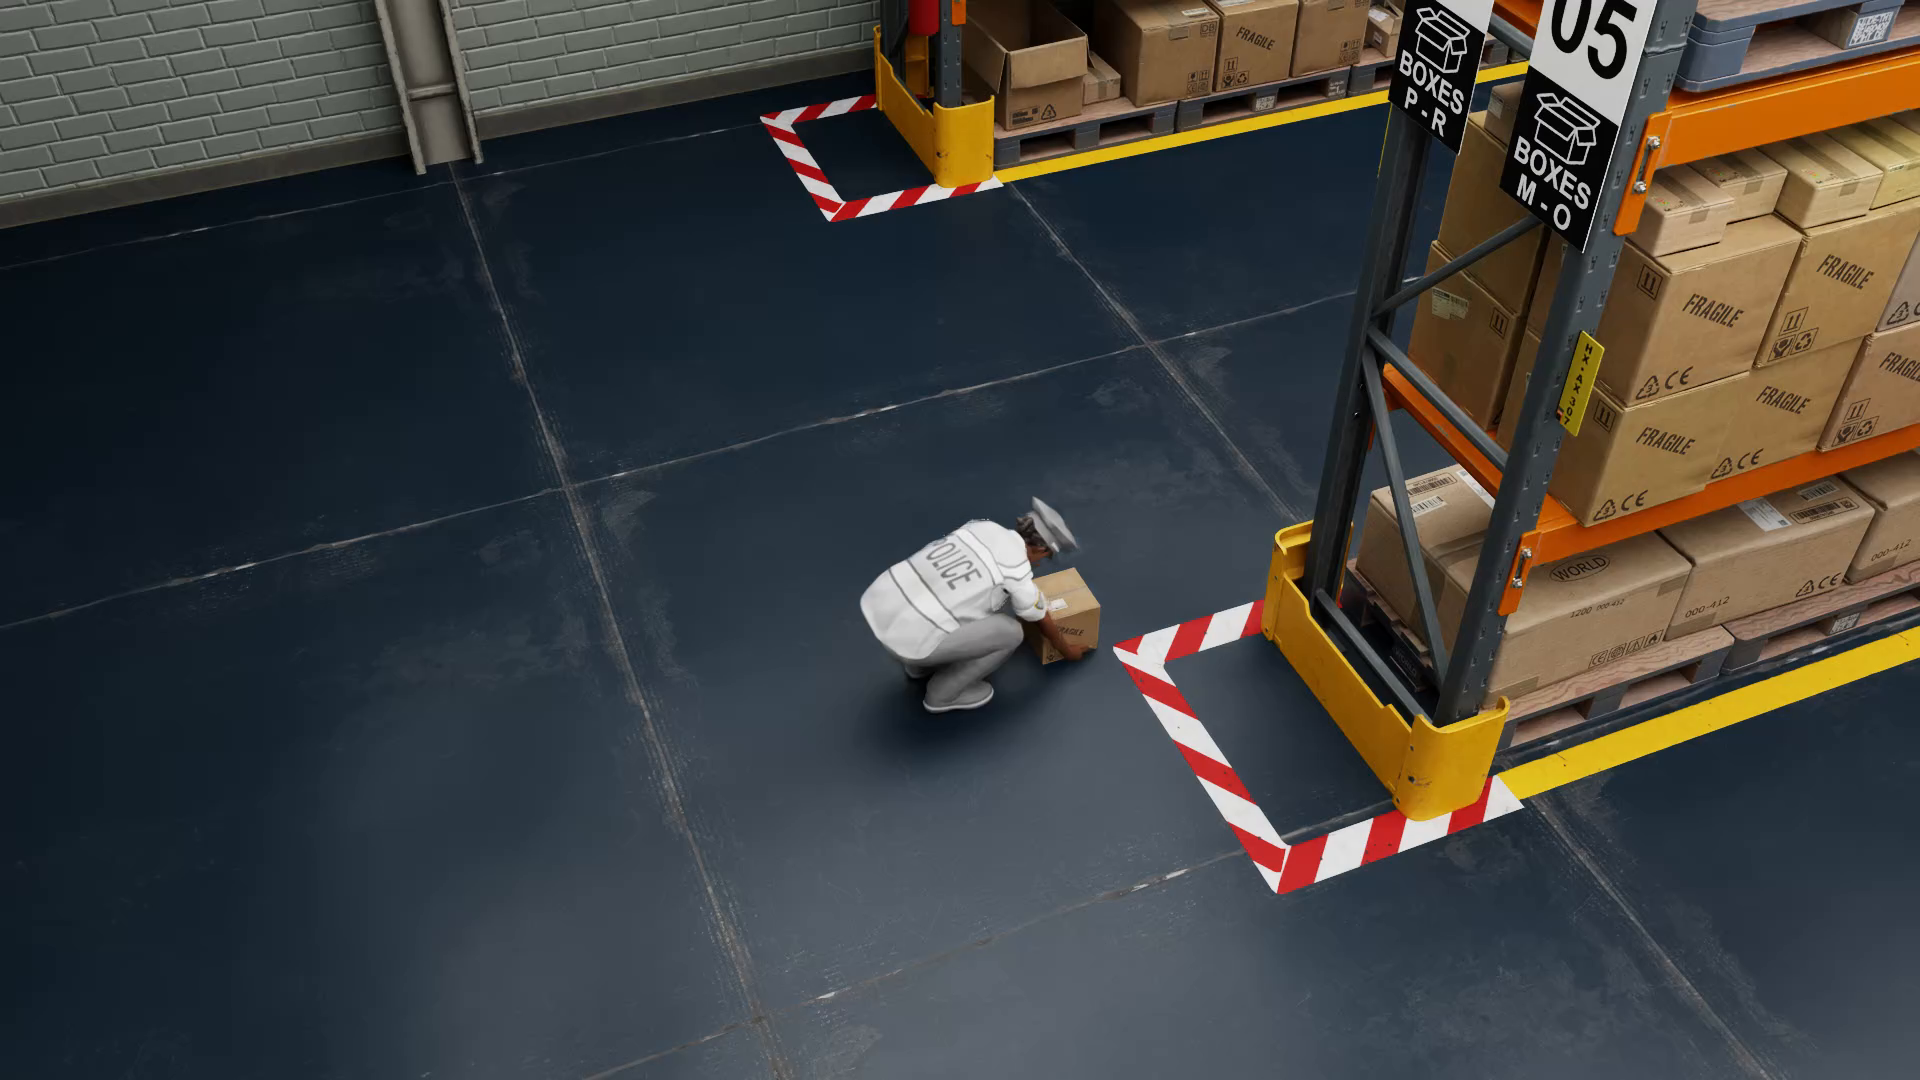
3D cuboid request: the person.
[{"bbox_3d":[0.067,0.272,6.589,0.950,0.771,0.493,-16,45,-17],"label":"person"}]
